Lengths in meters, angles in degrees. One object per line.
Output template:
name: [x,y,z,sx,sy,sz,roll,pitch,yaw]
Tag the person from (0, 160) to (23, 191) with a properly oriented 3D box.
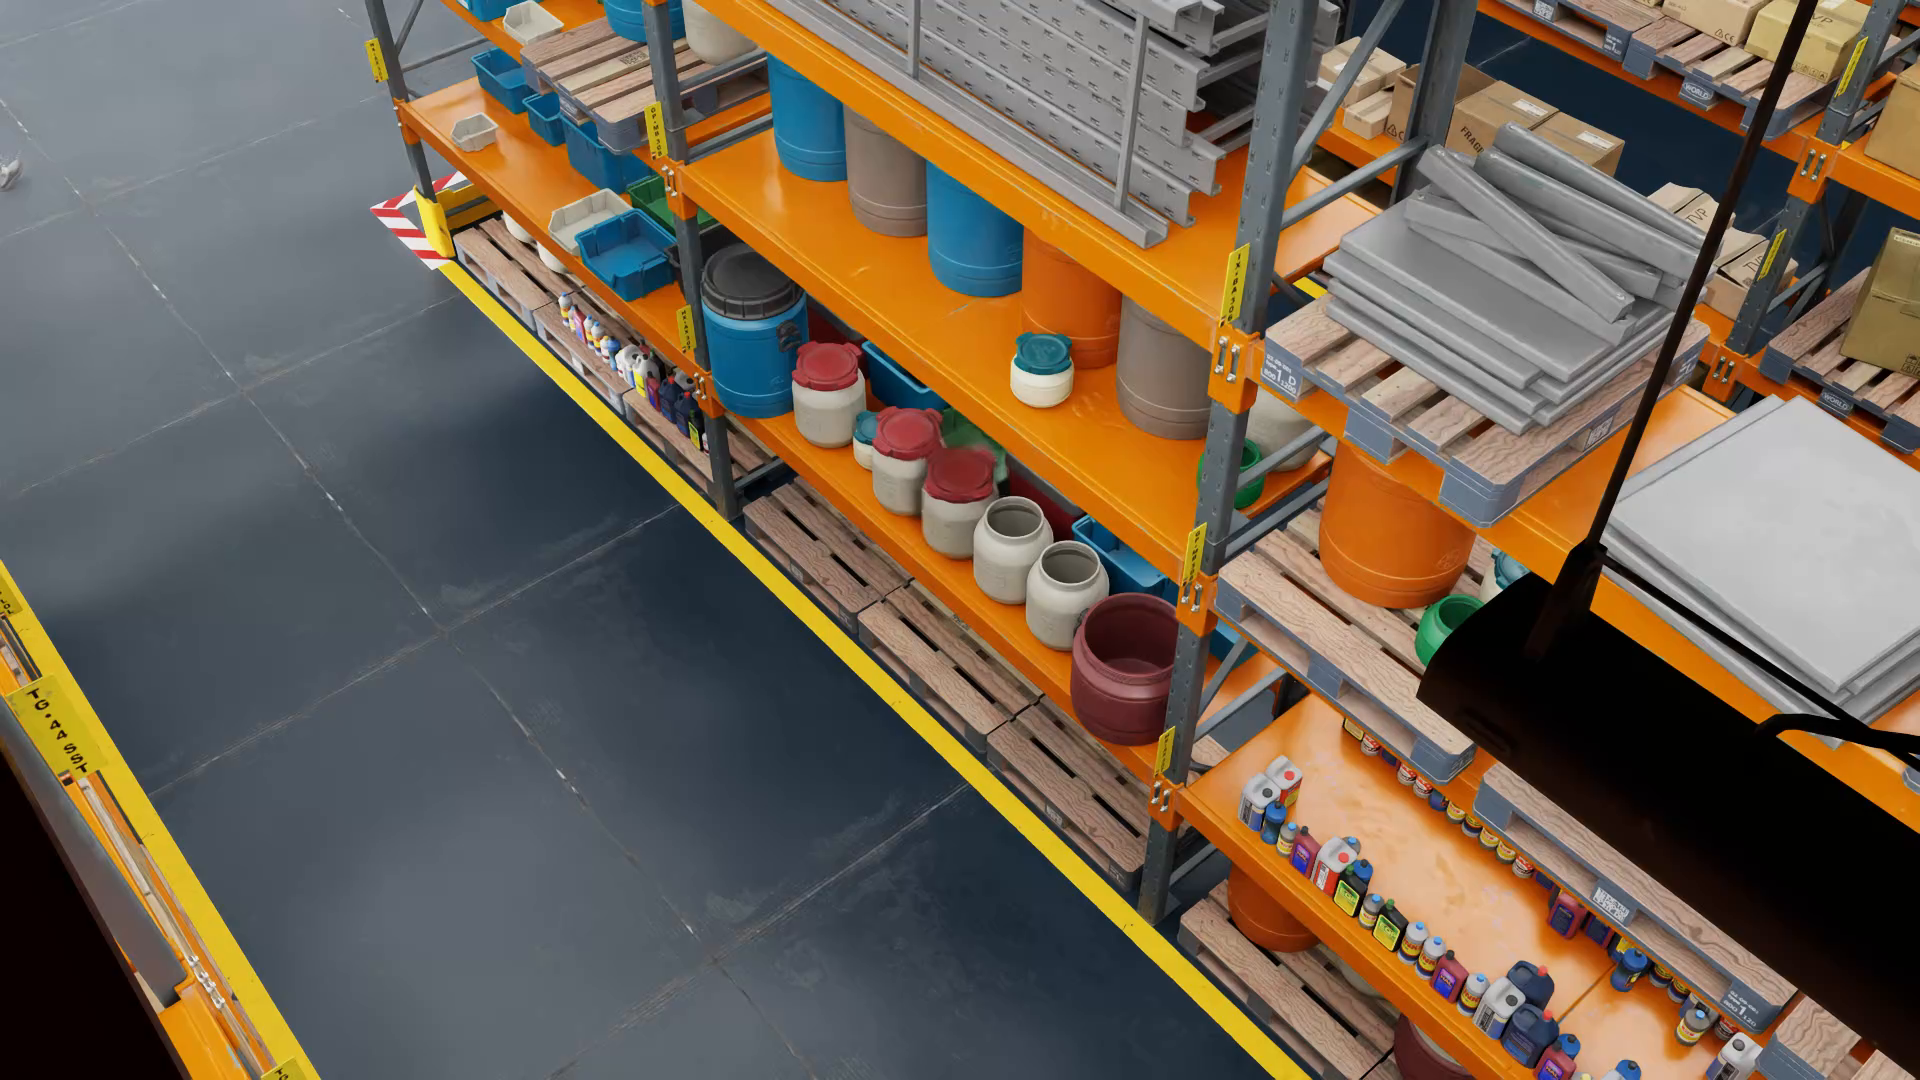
person: [-7.865,-3.319,12.930,0.520,1.766,0.908,23,51,21]
